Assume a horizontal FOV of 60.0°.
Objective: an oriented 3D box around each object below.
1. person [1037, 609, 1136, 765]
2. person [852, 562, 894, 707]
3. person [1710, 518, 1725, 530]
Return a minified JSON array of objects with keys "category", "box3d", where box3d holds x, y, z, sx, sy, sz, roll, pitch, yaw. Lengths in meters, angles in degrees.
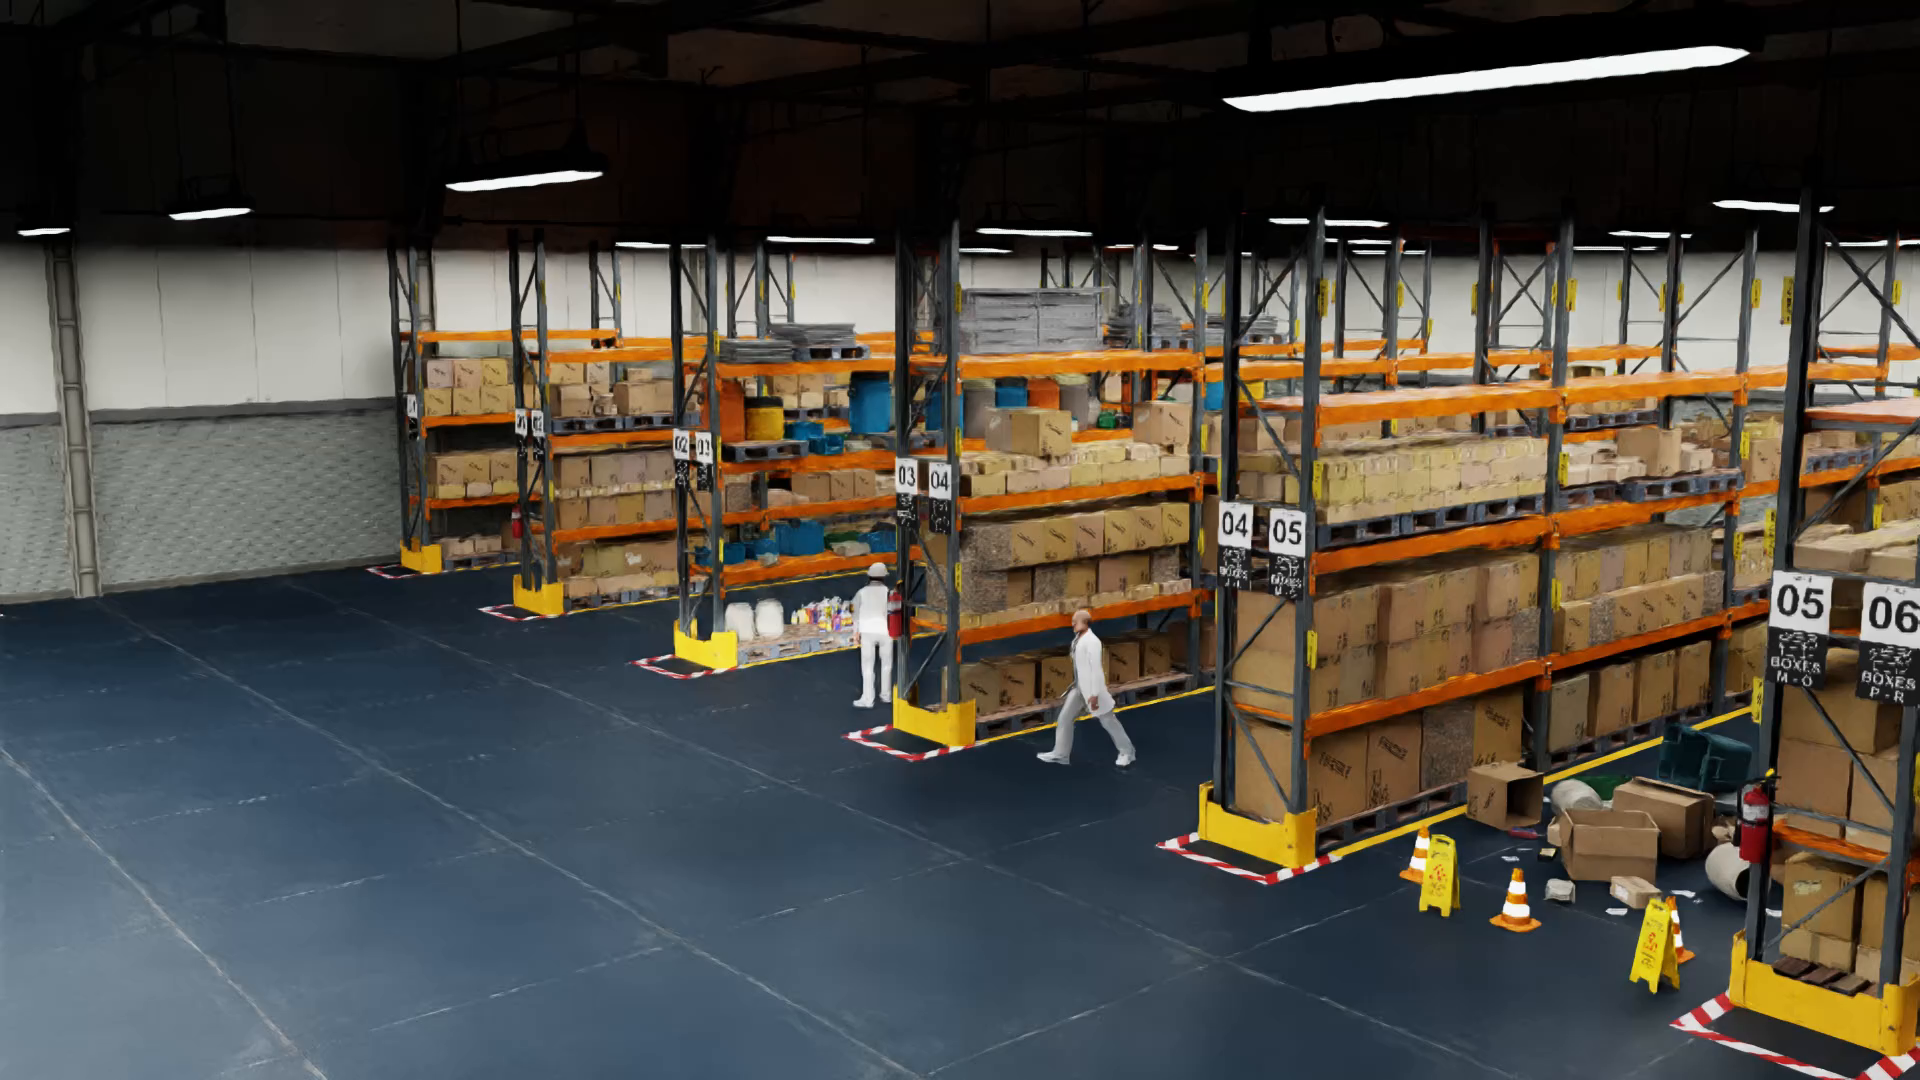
[{"category":"person","box3d":[1.393,1.589,17.858,1.045,1.728,0.635,-3,9,-18]},{"category":"person","box3d":[-1.020,1.140,20.487,0.627,1.770,0.560,-1,9,-9]},{"category":"person","box3d":[11.078,0.554,24.352,0.476,1.759,0.593,3,9,19]}]
